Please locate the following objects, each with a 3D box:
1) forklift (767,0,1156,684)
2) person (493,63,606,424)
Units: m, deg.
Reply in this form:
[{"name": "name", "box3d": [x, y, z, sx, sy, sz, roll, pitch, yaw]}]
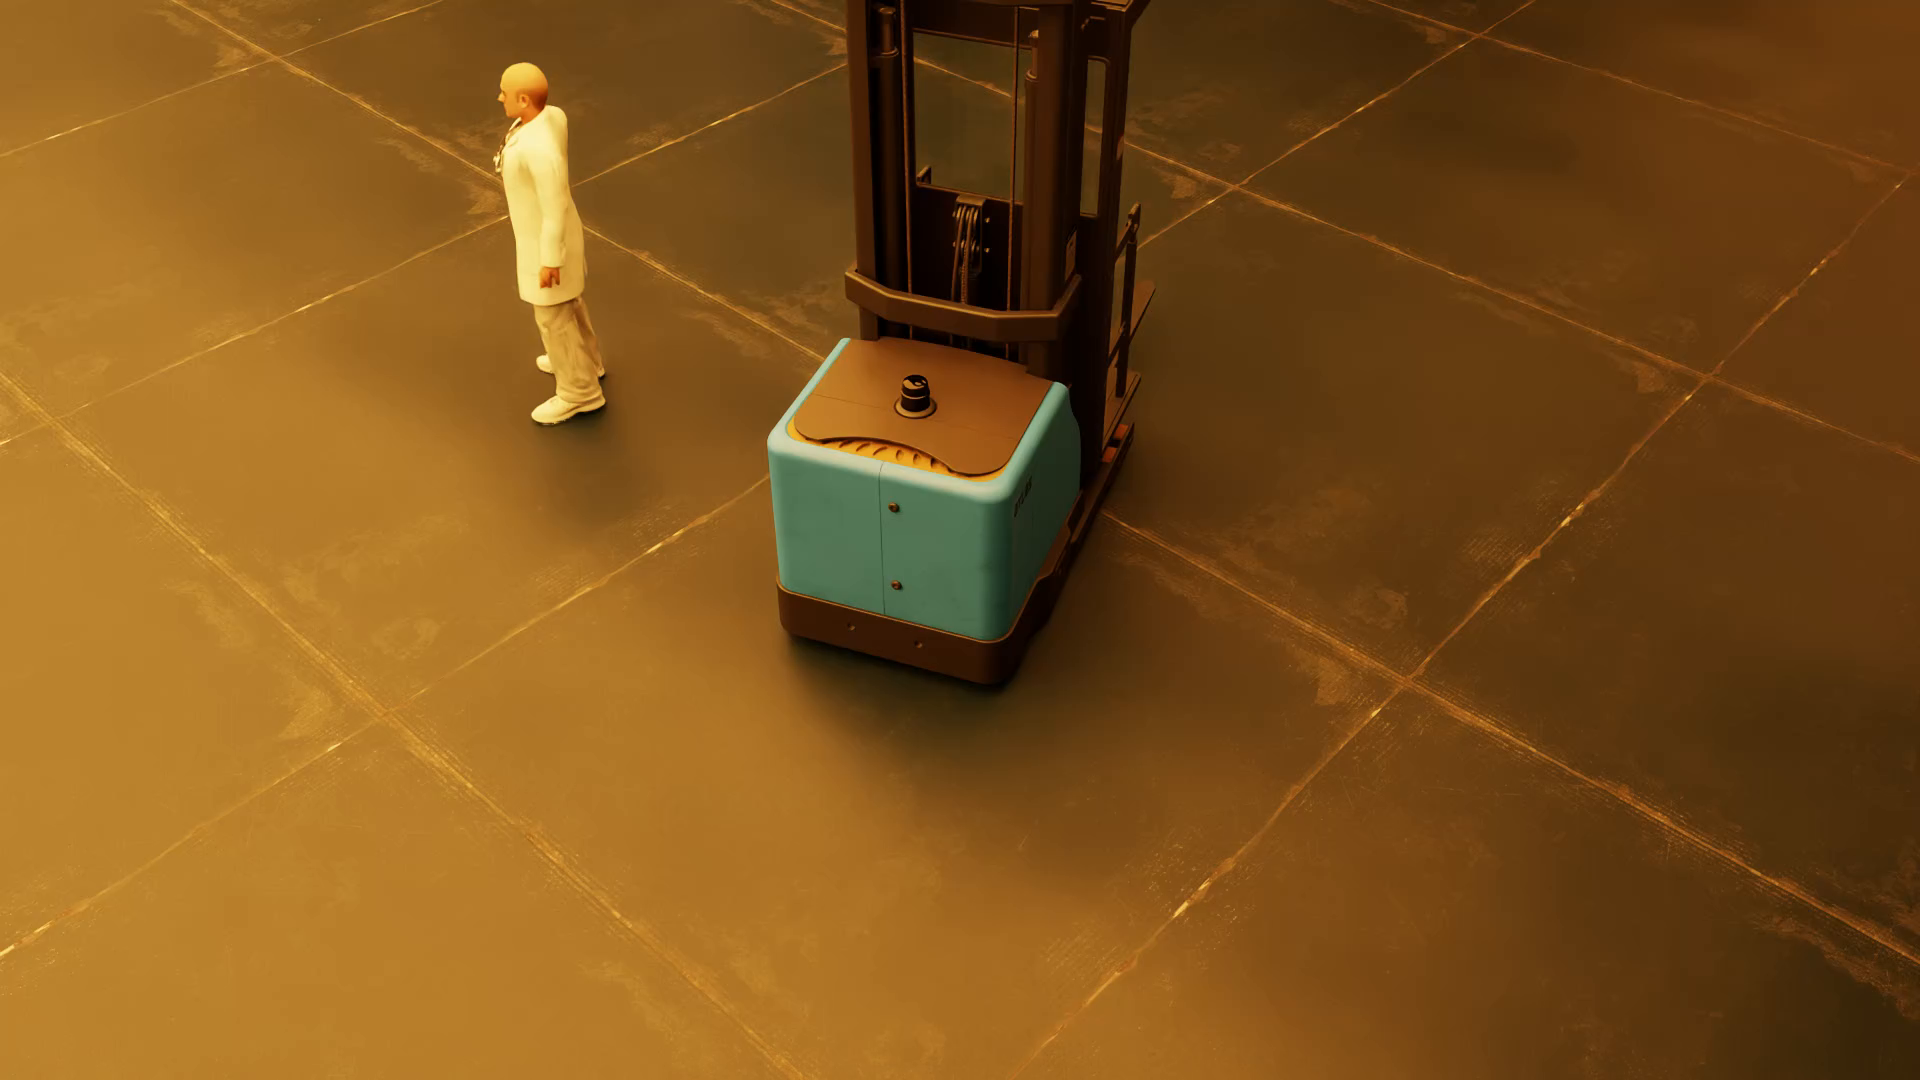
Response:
[{"name": "forklift", "box3d": [0.211, -1.484, 7.158, 1.130, 2.935, 3.031, 14, 42, 15]}, {"name": "person", "box3d": [-2.003, -1.442, 7.999, 0.372, 1.784, 0.618, -5, 41, -6]}]
